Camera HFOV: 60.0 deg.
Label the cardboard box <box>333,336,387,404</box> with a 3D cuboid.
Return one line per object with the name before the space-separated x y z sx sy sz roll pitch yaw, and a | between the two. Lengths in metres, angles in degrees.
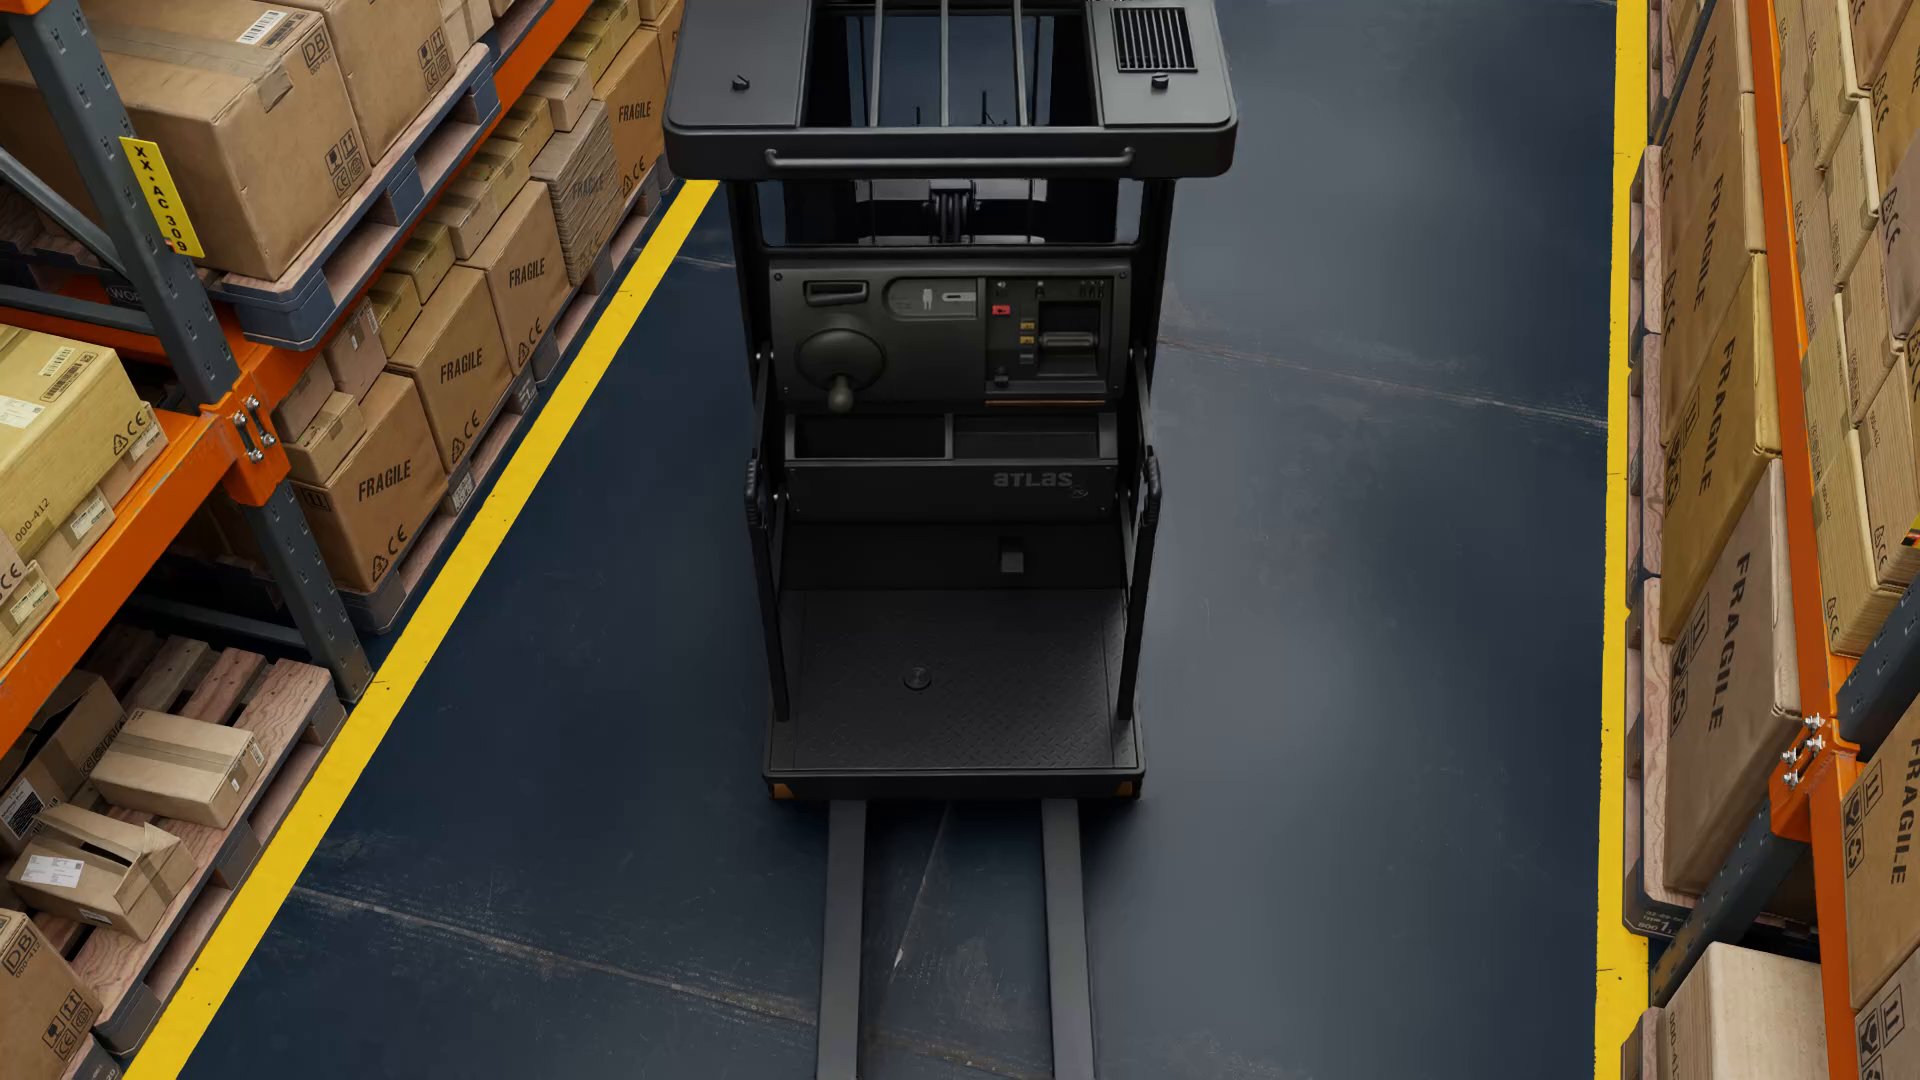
cardboard box | -2.035 -0.559 5.197 0.380 0.149 0.250 10 49 9

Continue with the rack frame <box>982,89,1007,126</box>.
rack frame | 0.118 -1.133 6.050 0.008 1.050 0.200 -17 51 -14

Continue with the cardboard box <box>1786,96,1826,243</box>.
cardboard box | 2.698 -1.061 4.786 0.500 0.250 0.500 12 50 10

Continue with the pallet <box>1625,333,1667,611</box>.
pallet | 2.855 -0.168 5.758 1.003 0.211 1.213 12 50 10

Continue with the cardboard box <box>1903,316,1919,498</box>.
cardboard box | 2.281 -0.369 3.342 0.500 0.500 0.500 13 50 11

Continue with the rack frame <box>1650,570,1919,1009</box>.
rack frame | 2.405 0.367 3.425 1.000 3.000 0.127 12 50 10

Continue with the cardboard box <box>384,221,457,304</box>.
cardboard box | -1.919 -0.947 5.540 0.380 0.149 0.250 11 49 9

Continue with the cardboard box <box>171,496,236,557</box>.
cardboard box | -2.540 -0.335 5.432 0.500 0.500 0.500 11 50 10

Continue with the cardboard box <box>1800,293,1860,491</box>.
cardboard box | 2.415 -0.325 4.137 0.500 0.250 0.500 11 49 10

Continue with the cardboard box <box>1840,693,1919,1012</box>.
cardboard box | 2.029 0.622 3.134 0.500 0.500 0.500 13 50 11

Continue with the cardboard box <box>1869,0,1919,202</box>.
cardboard box | 2.562 -1.108 3.994 0.500 0.500 0.500 13 50 11

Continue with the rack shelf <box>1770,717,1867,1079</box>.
rack shelf | 1.879 2.052 2.418 1.077 0.370 4.000 12 50 10

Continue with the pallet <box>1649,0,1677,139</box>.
pallet | 3.665 -2.168 7.523 1.003 0.211 1.213 12 50 10

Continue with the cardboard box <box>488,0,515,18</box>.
cardboard box | -1.698 -2.030 5.194 0.700 0.500 0.500 11 50 10

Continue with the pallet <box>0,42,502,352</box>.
pallet | -2.069 -1.102 4.850 1.003 0.211 1.213 12 50 10

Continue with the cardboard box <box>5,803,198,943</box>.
cardboard box | -2.341 0.875 4.520 0.396 0.266 0.258 13 50 11

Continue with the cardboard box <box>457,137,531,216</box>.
cardboard box | -1.750 -1.300 5.851 0.380 0.149 0.250 13 50 11

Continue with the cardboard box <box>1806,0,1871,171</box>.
cardboard box | 2.660 -1.228 4.600 0.500 0.250 0.500 12 50 11

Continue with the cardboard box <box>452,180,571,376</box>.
cardboard box | -1.774 -0.974 5.996 0.500 0.500 0.500 10 49 9

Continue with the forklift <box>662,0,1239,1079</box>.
forklift | -0.021 -0.428 4.172 1.130 2.935 3.031 0 49 0

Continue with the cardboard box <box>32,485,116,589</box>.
cardboard box | -2.272 -0.053 3.964 0.380 0.149 0.250 13 50 11

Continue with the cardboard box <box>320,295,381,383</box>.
cardboard box | -2.011 -0.639 5.069 0.380 0.149 0.250 9 49 8

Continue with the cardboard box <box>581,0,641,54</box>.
cardboard box | -1.484 -2.055 6.517 0.380 0.149 0.250 13 50 11

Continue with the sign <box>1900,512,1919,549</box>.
sign | 1.879 -0.090 3.109 0.100 0.325 0.005 12 50 10

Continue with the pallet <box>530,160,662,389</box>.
pallet | -1.887 -1.168 6.640 1.003 0.211 1.213 12 50 10

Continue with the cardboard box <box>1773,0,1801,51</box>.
cardboard box | 2.969 -1.797 5.436 0.500 0.250 0.500 10 49 9

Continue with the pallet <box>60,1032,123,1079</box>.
pallet | -2.885 1.695 4.113 1.003 0.211 1.213 12 50 10

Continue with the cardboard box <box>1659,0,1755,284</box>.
cardboard box | 3.196 -1.479 6.191 0.875 0.875 0.875 11 50 10

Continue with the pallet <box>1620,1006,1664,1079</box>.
pallet | 2.130 1.825 3.999 1.003 0.211 1.213 12 50 10

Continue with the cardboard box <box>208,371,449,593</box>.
cardboard box | -2.040 -0.227 5.337 0.500 0.500 0.500 14 50 12

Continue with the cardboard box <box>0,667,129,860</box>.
cardboard box | -2.786 0.572 4.757 0.500 0.311 0.500 13 50 11

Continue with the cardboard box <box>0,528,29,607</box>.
cardboard box | -2.400 0.123 3.542 0.500 0.250 0.500 12 50 10

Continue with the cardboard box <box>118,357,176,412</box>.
cardboard box | -2.566 -0.459 5.109 0.380 0.149 0.250 10 49 9

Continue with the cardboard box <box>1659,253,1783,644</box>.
cardboard box | 2.722 -0.188 5.052 0.875 0.875 0.875 13 50 11

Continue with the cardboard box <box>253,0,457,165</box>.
cardboard box | -1.905 -1.462 4.693 0.700 0.500 0.500 12 50 10

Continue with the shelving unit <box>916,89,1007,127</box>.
shelving unit | 0.006 -1.098 6.019 0.252 1.050 0.215 -17 51 -14

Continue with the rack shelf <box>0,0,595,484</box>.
rack shelf | -1.858 -1.818 5.834 1.077 0.370 4.000 12 50 10

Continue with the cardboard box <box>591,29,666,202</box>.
cardboard box | -1.512 -1.727 6.661 0.500 0.500 0.500 14 50 12

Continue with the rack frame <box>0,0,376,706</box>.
rack frame | -2.384 -0.610 4.287 1.000 3.000 0.127 12 50 10

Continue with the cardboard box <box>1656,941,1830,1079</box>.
cardboard box | 2.137 1.509 3.846 0.875 0.438 0.875 11 49 9

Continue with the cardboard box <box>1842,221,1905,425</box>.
cardboard box | 2.411 -0.478 3.938 0.500 0.250 0.500 13 50 11

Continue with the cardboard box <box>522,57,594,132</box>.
cardboard box | -1.593 -1.668 6.176 0.380 0.149 0.250 9 49 8
